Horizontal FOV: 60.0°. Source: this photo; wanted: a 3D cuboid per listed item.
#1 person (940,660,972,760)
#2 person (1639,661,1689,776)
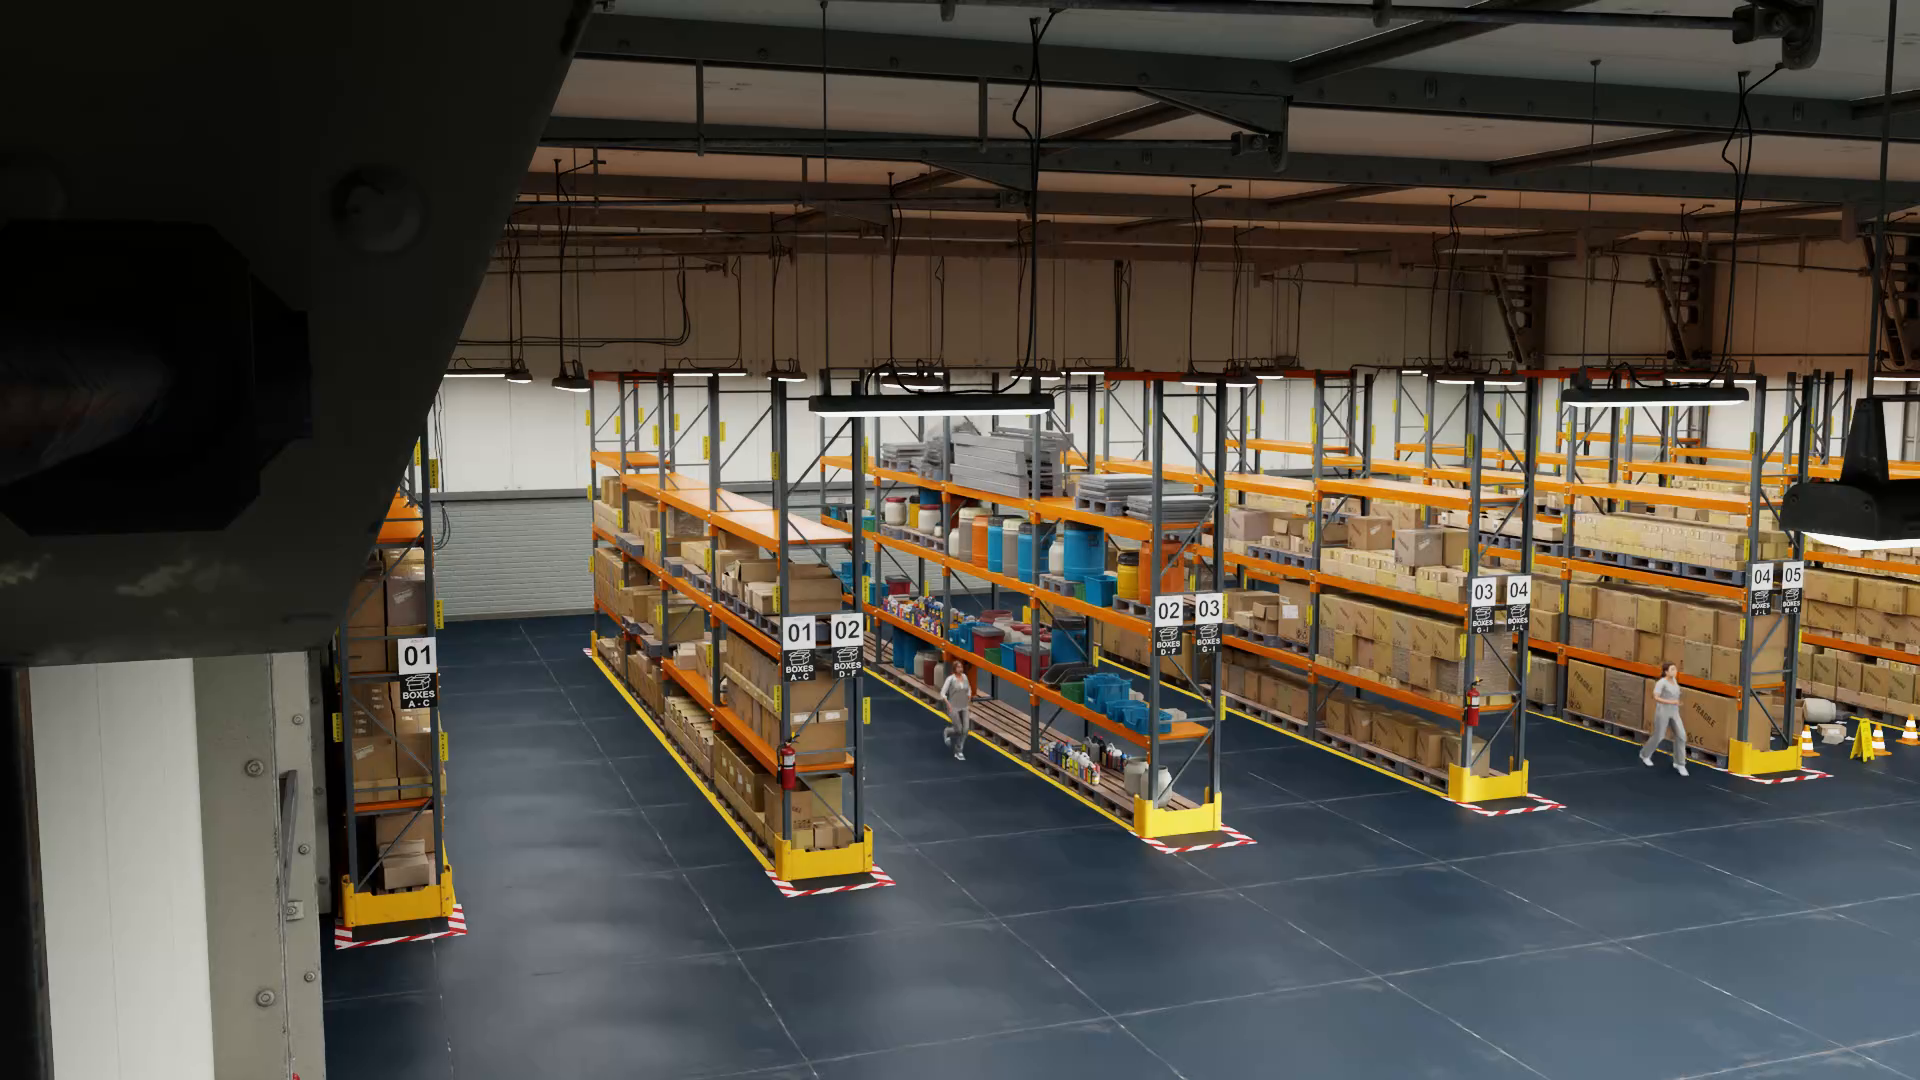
[{"bbox_3d":[-0.048,2.664,26.127,0.537,1.539,0.549,-3,7,-27],"label":"person"},{"bbox_3d":[10.716,2.685,25.279,0.593,1.727,0.799,-3,7,-25],"label":"person"}]
